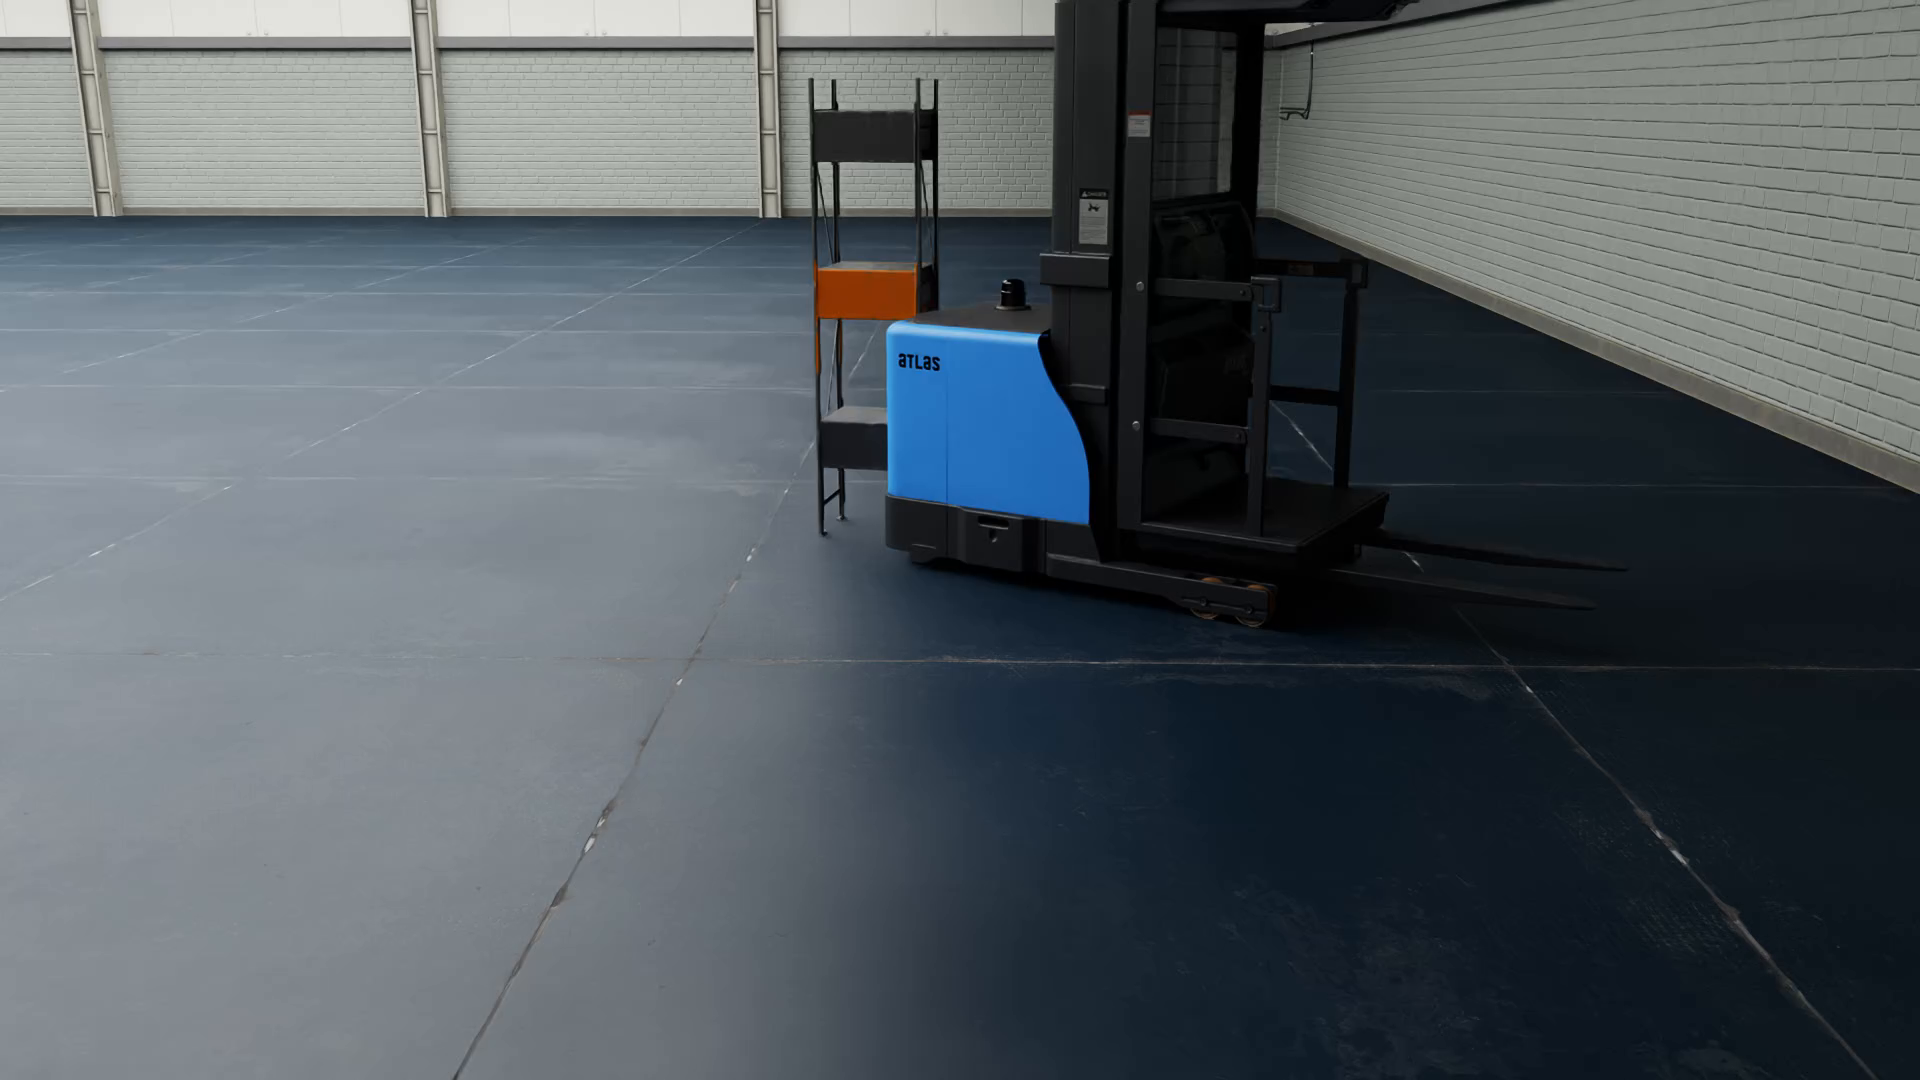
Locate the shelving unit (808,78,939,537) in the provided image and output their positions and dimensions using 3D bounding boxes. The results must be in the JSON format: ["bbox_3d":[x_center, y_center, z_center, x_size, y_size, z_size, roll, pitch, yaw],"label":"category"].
[{"bbox_3d":[-0.386,-1.068,7.774,0.503,2.100,0.431,3,15,11],"label":"shelving unit"}]

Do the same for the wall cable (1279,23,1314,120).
[{"bbox_3d":[5.538,-8.232,27.490,0.112,2.526,3.097,0,15,1],"label":"wall cable"}]

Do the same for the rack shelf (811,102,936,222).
[{"bbox_3d":[-0.386,-1.732,7.598,0.480,0.518,0.431,3,15,11],"label":"rack shelf"}]

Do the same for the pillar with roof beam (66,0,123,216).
[{"bbox_3d":[-15.477,-9.110,24.728,0.400,9.000,9.100,0,15,1],"label":"pillar with roof beam"}]

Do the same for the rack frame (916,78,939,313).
[{"bbox_3d":[-0.147,-1.056,7.725,0.015,2.100,0.400,3,15,11],"label":"rack frame"}]

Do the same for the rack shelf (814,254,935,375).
[{"bbox_3d":[-0.386,-1.055,7.777,0.480,0.518,0.431,3,15,11],"label":"rack shelf"}]

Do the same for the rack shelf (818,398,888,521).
[{"bbox_3d":[-0.386,-0.378,7.956,0.480,0.518,0.431,3,15,11],"label":"rack shelf"}]

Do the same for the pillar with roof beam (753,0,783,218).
[{"bbox_3d":[-3.481,-9.031,24.432,0.400,9.000,9.100,0,15,1],"label":"pillar with roof beam"}]

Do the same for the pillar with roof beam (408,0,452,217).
[{"bbox_3d":[-9.479,-9.070,24.580,0.400,9.000,9.100,0,15,1],"label":"pillar with roof beam"}]

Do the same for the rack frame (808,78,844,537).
[{"bbox_3d":[-0.624,-1.081,7.822,0.015,2.100,0.400,3,15,11],"label":"rack frame"}]

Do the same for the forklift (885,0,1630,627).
[{"bbox_3d":[1.186,-1.229,6.752,3.031,2.935,1.130,9,17,31],"label":"forklift"}]
